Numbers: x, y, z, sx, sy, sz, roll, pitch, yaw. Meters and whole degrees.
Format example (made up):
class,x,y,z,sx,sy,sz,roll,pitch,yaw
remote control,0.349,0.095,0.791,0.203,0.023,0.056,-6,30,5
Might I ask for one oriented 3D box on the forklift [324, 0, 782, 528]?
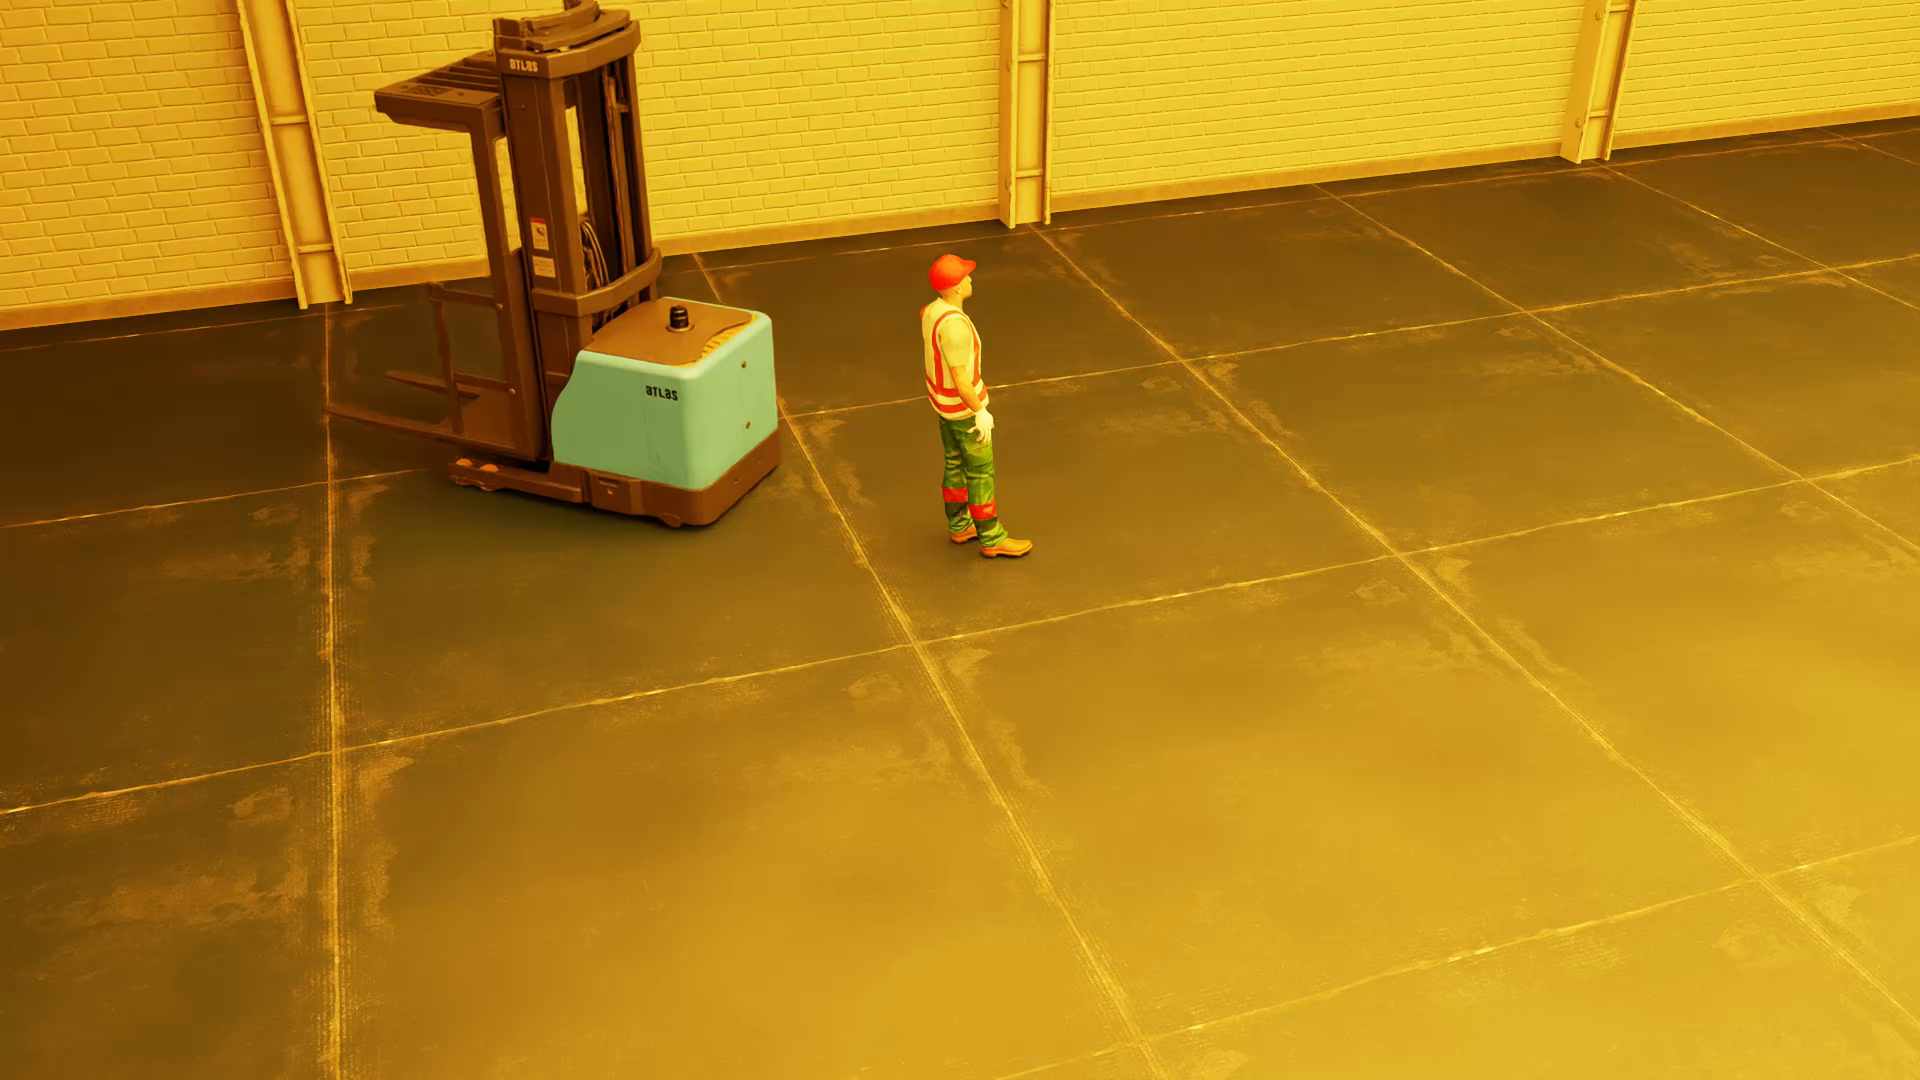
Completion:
class,x,y,z,sx,sy,sz,roll,pitch,yaw
forklift,-2.721,-1.811,10.235,3.031,2.935,1.130,12,32,19

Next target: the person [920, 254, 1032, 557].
class,x,y,z,sx,sy,sz,roll,pitch,yaw
person,0.080,-0.789,9.588,0.563,1.788,0.638,-10,31,-16
